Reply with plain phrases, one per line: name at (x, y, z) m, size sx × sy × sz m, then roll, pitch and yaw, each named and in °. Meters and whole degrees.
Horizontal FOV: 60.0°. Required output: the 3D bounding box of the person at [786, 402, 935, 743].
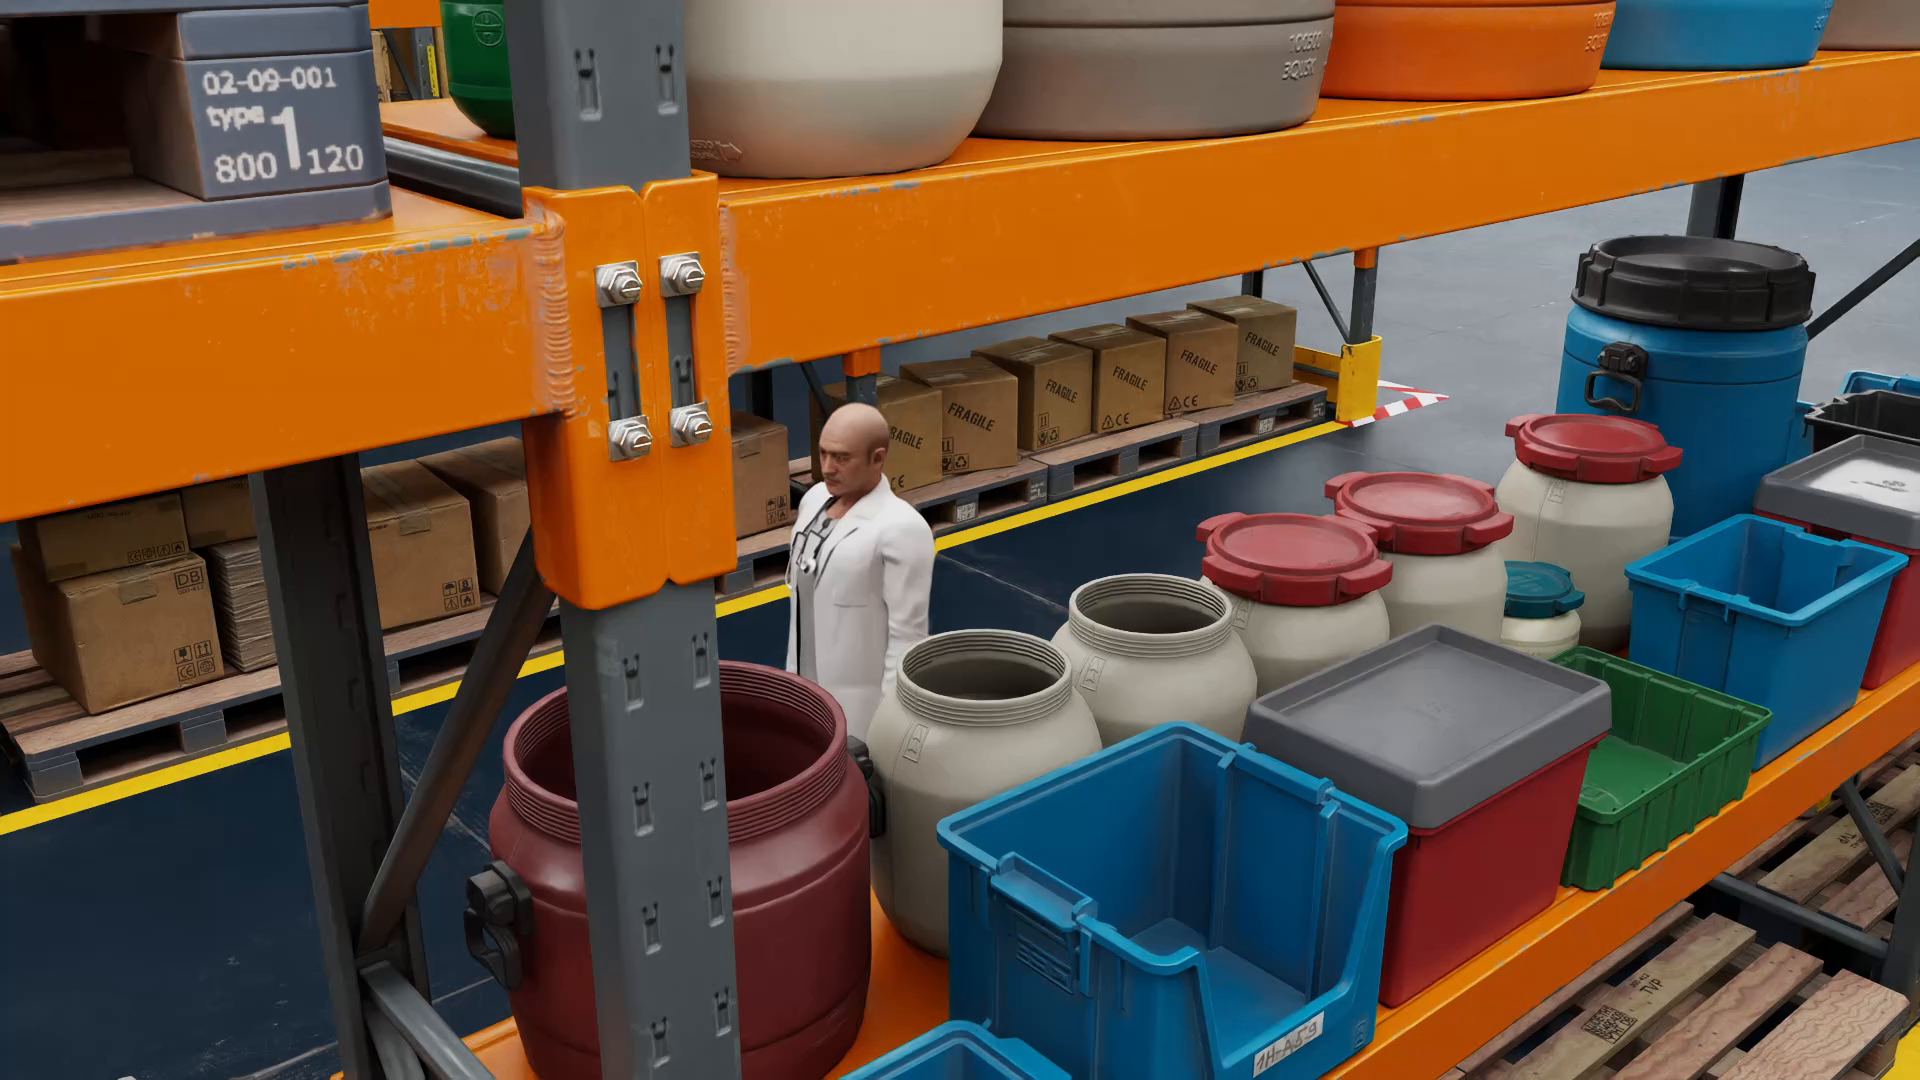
person at (-0.323, 0.466, 4.871) m, size 0.386 × 1.776 × 0.564 m, roll -16°, pitch 26°, yaw -36°
